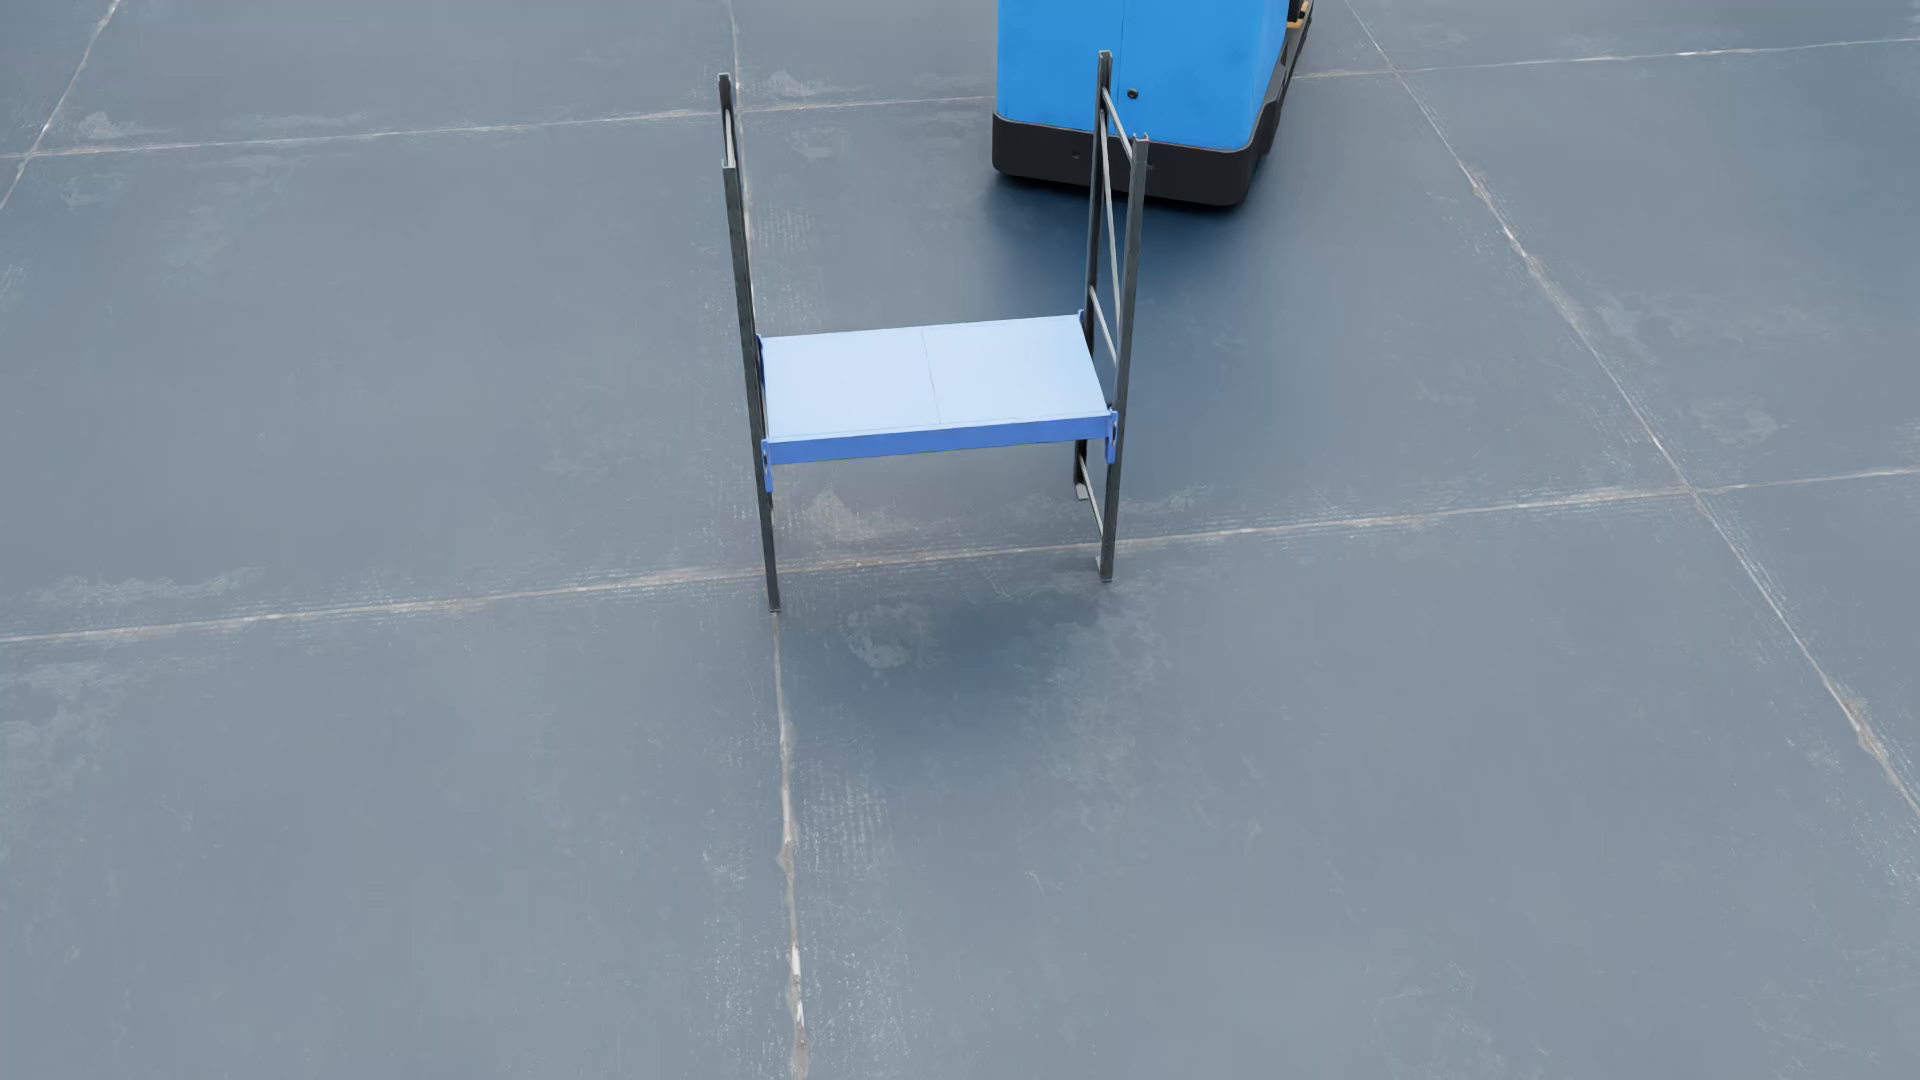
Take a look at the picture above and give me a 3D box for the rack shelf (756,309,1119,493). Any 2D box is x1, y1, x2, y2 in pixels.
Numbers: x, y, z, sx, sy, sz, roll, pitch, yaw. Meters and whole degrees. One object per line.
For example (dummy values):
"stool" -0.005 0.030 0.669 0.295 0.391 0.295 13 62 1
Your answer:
"rack shelf" -0.085 -0.416 4.860 1.000 0.185 0.538 -5 42 -6

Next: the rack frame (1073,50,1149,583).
"rack frame" 0.419 -0.594 4.788 0.032 1.500 0.500 -5 42 -6

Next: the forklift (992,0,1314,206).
"forklift" 1.044 -3.417 6.850 1.130 2.935 3.031 11 43 12

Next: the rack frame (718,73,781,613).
"rack frame" -0.589 -0.505 4.690 0.032 1.500 0.500 -5 42 -6

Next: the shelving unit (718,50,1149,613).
"shelving unit" -0.085 -0.549 4.739 1.048 1.500 0.538 -5 42 -6
